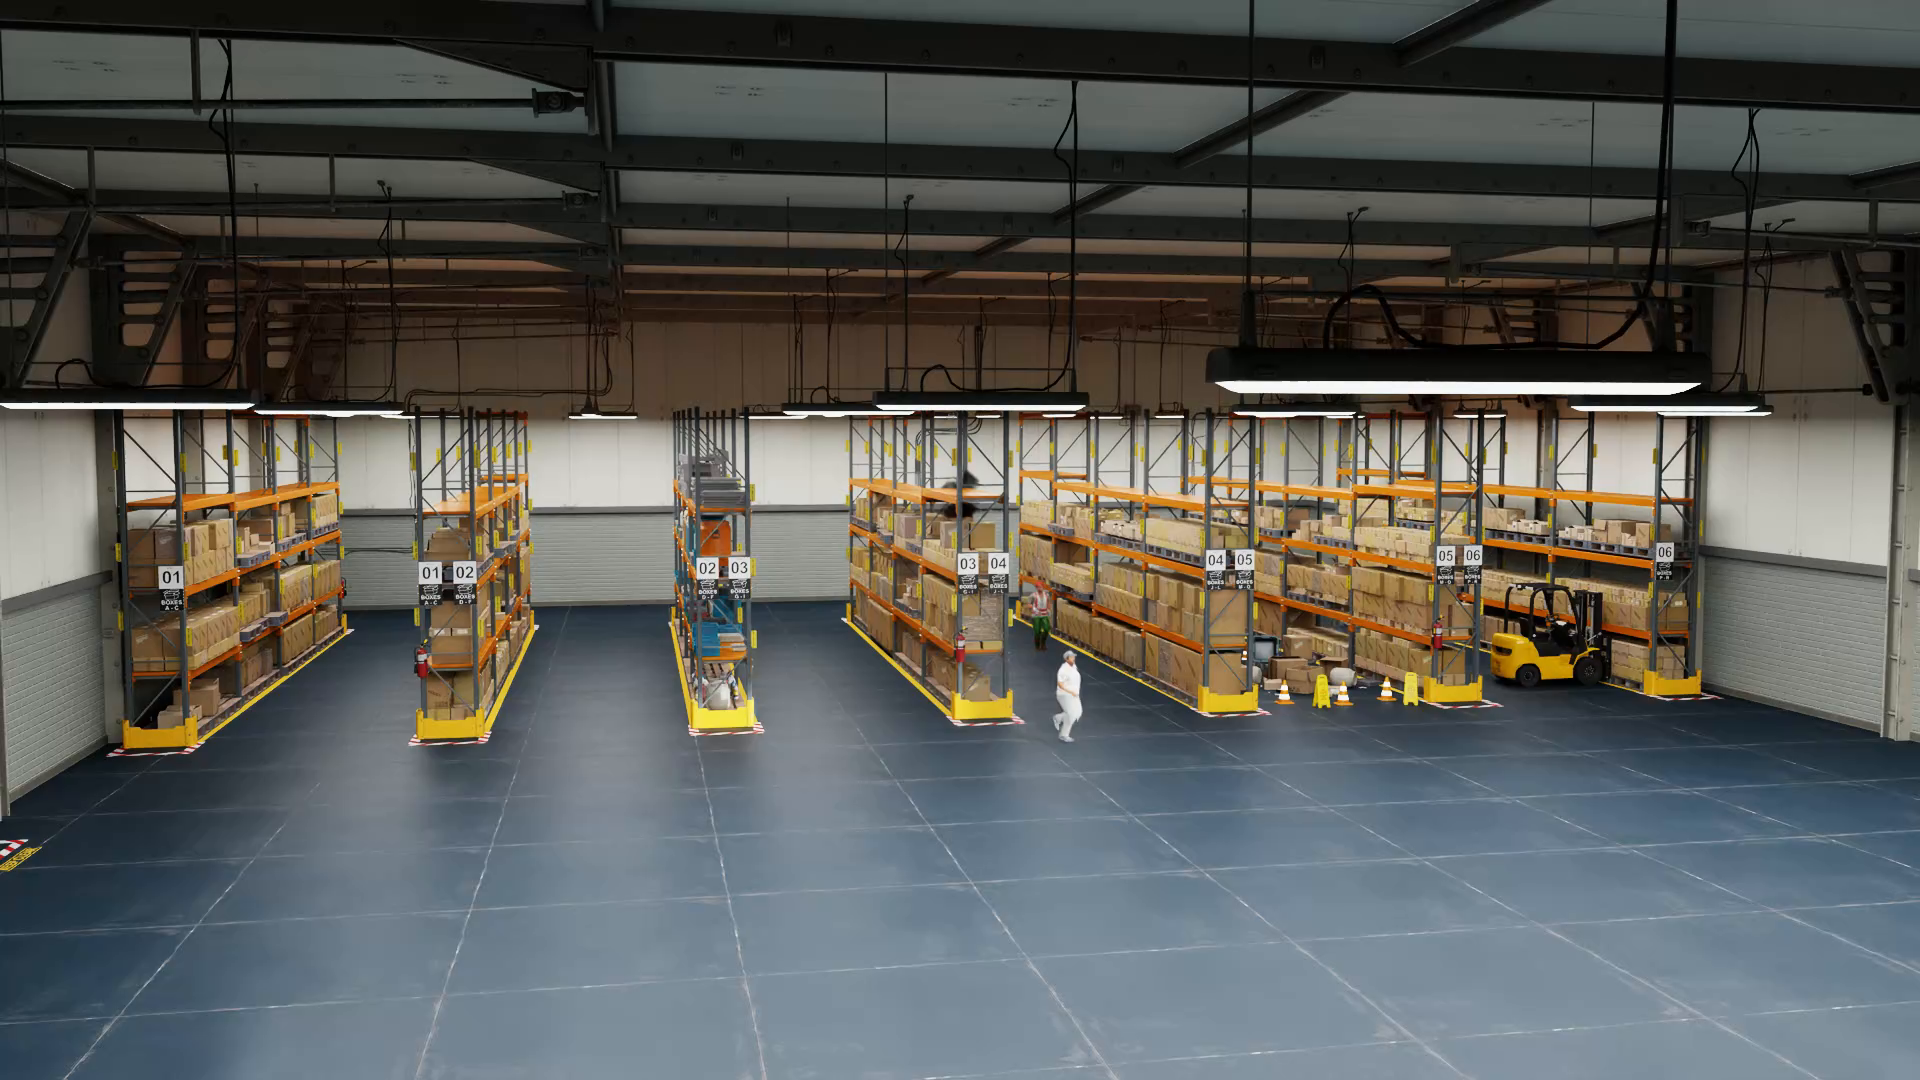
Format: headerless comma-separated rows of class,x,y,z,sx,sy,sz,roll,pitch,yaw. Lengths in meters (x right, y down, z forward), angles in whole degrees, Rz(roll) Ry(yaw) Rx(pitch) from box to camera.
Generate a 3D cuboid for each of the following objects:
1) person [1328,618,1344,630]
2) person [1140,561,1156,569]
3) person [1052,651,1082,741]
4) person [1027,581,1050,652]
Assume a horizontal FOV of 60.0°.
person,10.231,1.697,45.205,0.567,1.660,0.867,-2,4,-20
person,5.611,1.223,50.528,0.968,1.785,0.657,-1,4,-11
person,1.920,2.797,29.921,0.620,1.642,0.623,3,5,32
person,1.992,1.906,41.256,0.648,1.759,0.640,-1,4,-13
